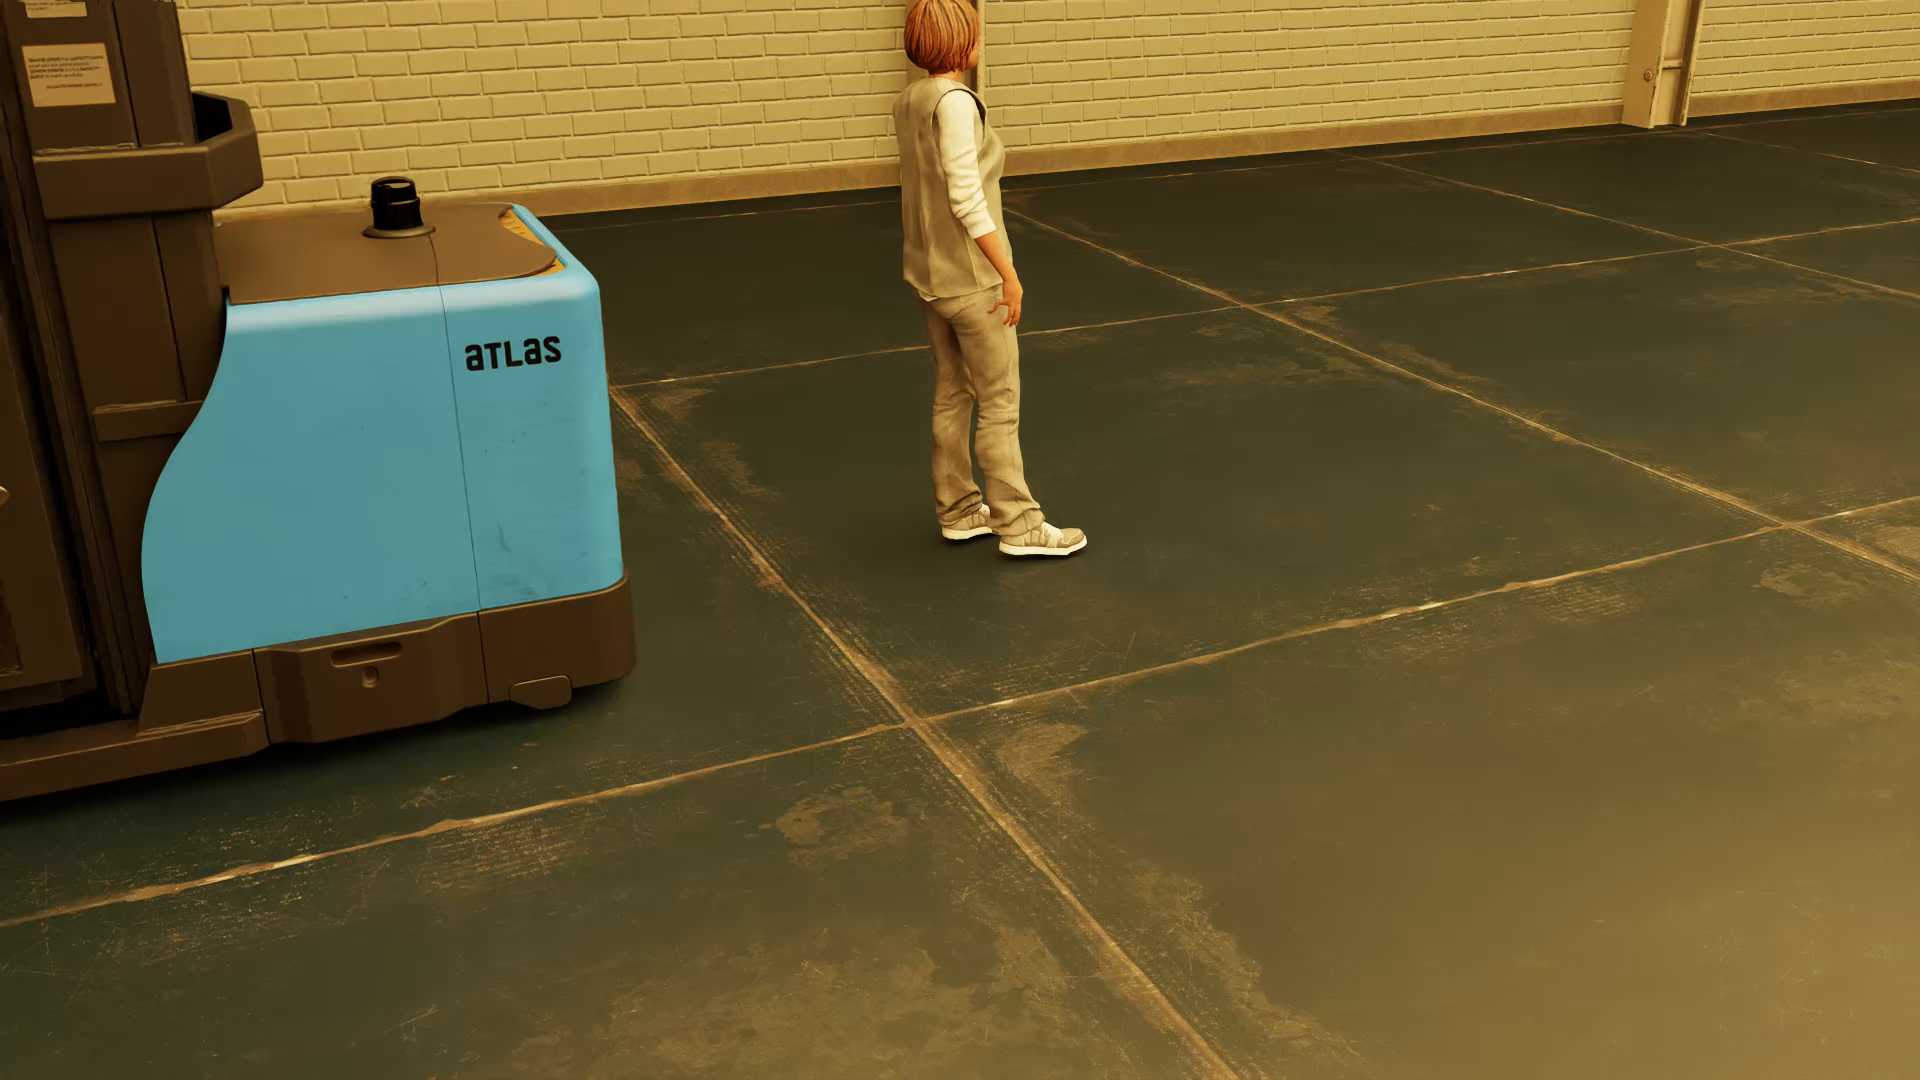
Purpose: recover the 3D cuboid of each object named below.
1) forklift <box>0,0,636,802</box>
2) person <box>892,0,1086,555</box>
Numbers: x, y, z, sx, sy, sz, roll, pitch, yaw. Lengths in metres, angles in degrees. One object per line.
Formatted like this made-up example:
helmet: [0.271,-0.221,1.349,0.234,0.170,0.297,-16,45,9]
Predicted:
forklift: [-2.377,-0.904,3.462,3.031,2.935,1.130,-10,24,-22]
person: [0.072,-0.751,4.815,0.475,1.596,0.521,-10,25,-23]
